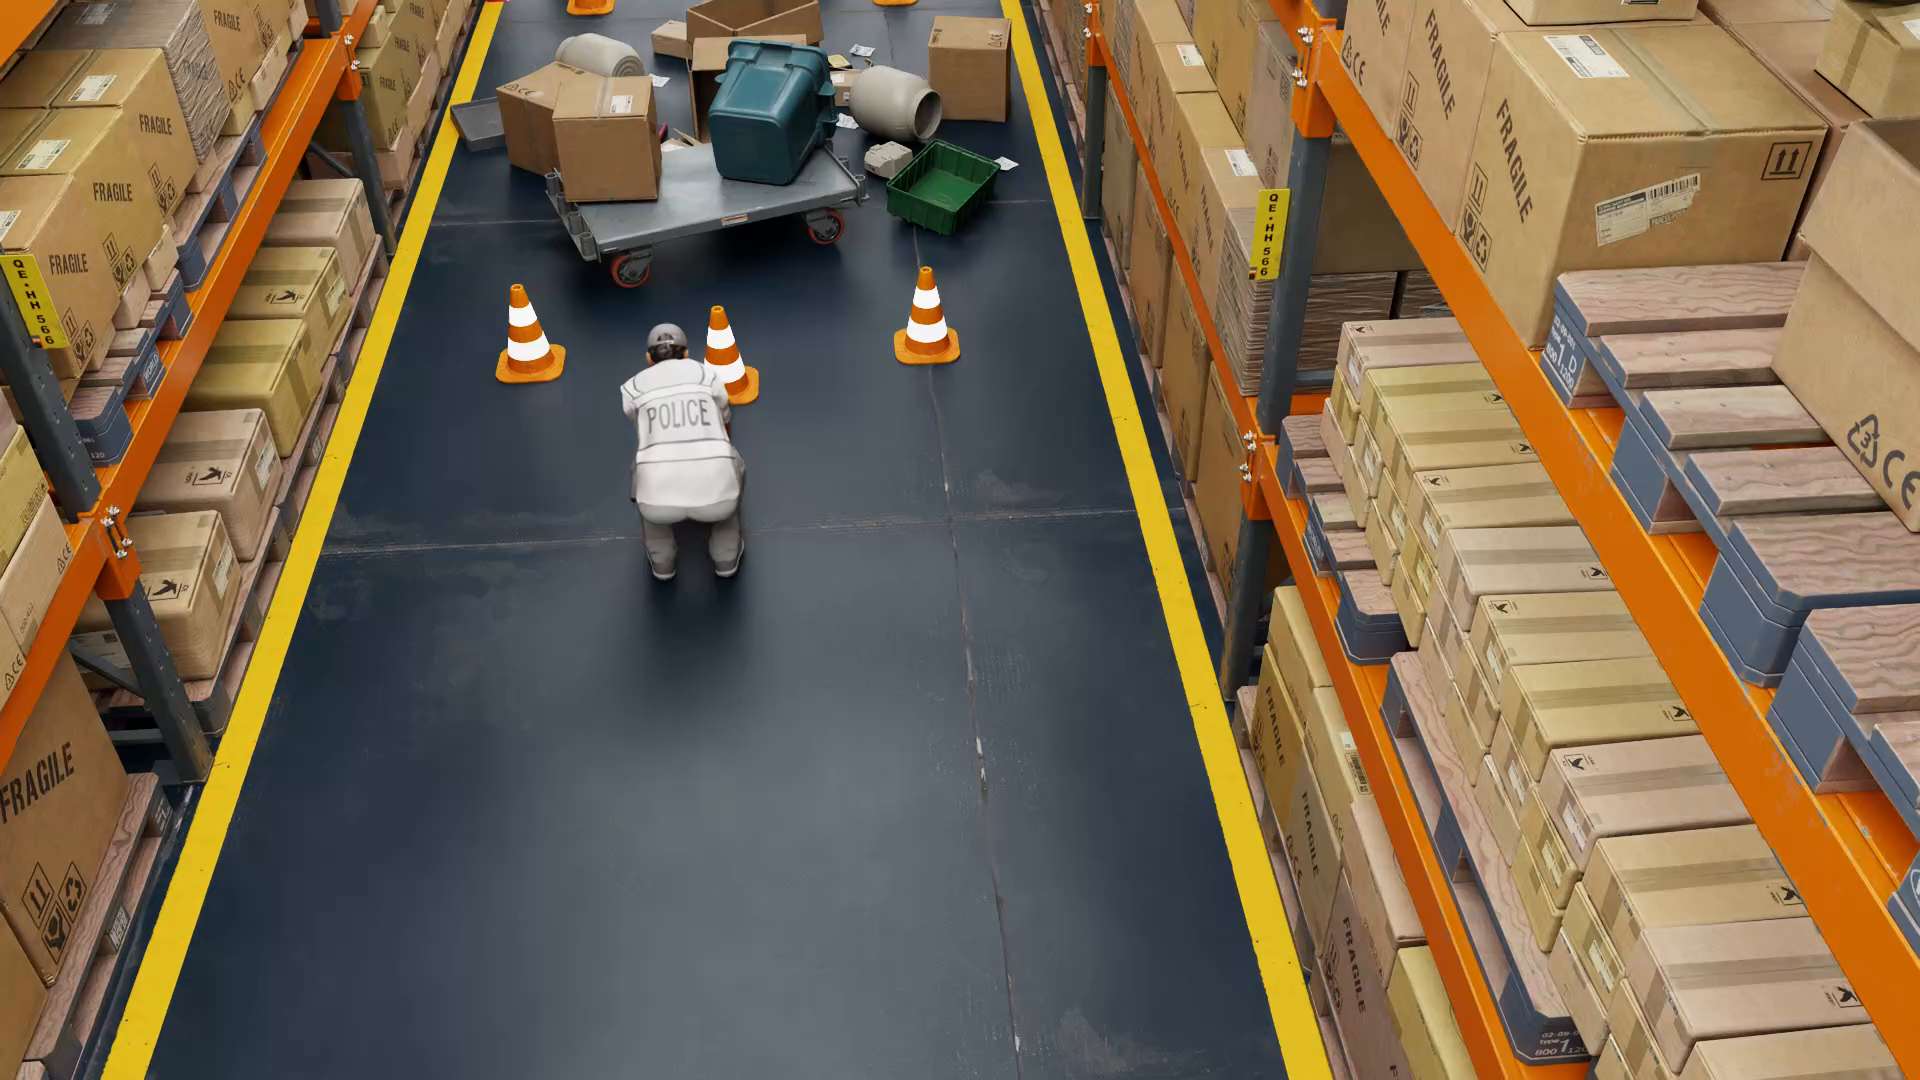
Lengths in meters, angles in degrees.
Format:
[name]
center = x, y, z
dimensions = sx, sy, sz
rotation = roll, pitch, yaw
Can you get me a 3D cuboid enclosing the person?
[person]
center = -1.183, -0.349, 7.155
dimensions = 0.507, 0.949, 0.876
rotation = -4, 40, -5
